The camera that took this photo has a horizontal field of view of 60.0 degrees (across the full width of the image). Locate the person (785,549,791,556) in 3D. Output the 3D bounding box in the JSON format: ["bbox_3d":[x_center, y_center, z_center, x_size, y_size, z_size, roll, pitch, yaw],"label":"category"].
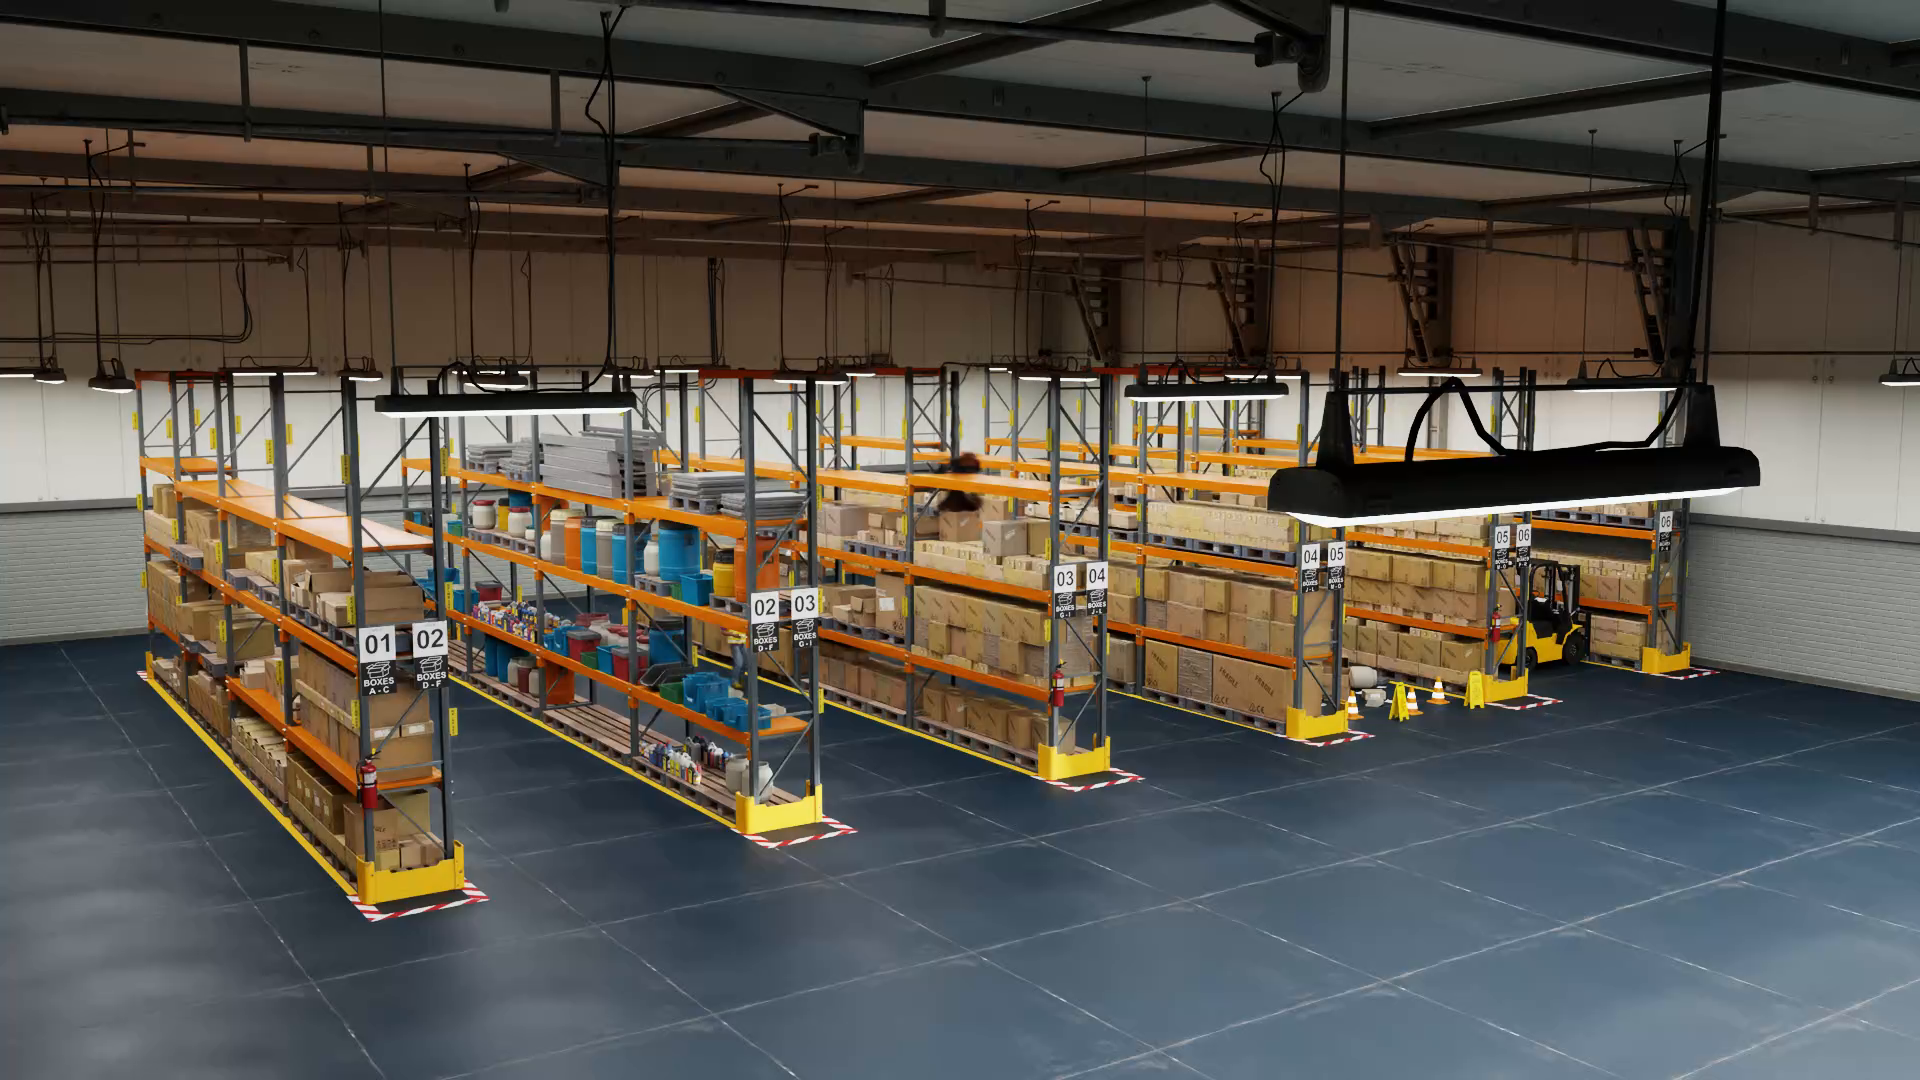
[{"bbox_3d":[-4.210,0.861,41.018,0.702,1.746,0.715,-6,9,-41],"label":"person"}]

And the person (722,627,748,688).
[{"bbox_3d":[-4.114,1.939,31.231,0.686,1.721,0.593,-6,9,-41],"label":"person"}]

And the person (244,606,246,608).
[{"bbox_3d":[-14.685,1.721,33.774,0.544,1.659,0.672,1,6,6],"label":"person"}]
